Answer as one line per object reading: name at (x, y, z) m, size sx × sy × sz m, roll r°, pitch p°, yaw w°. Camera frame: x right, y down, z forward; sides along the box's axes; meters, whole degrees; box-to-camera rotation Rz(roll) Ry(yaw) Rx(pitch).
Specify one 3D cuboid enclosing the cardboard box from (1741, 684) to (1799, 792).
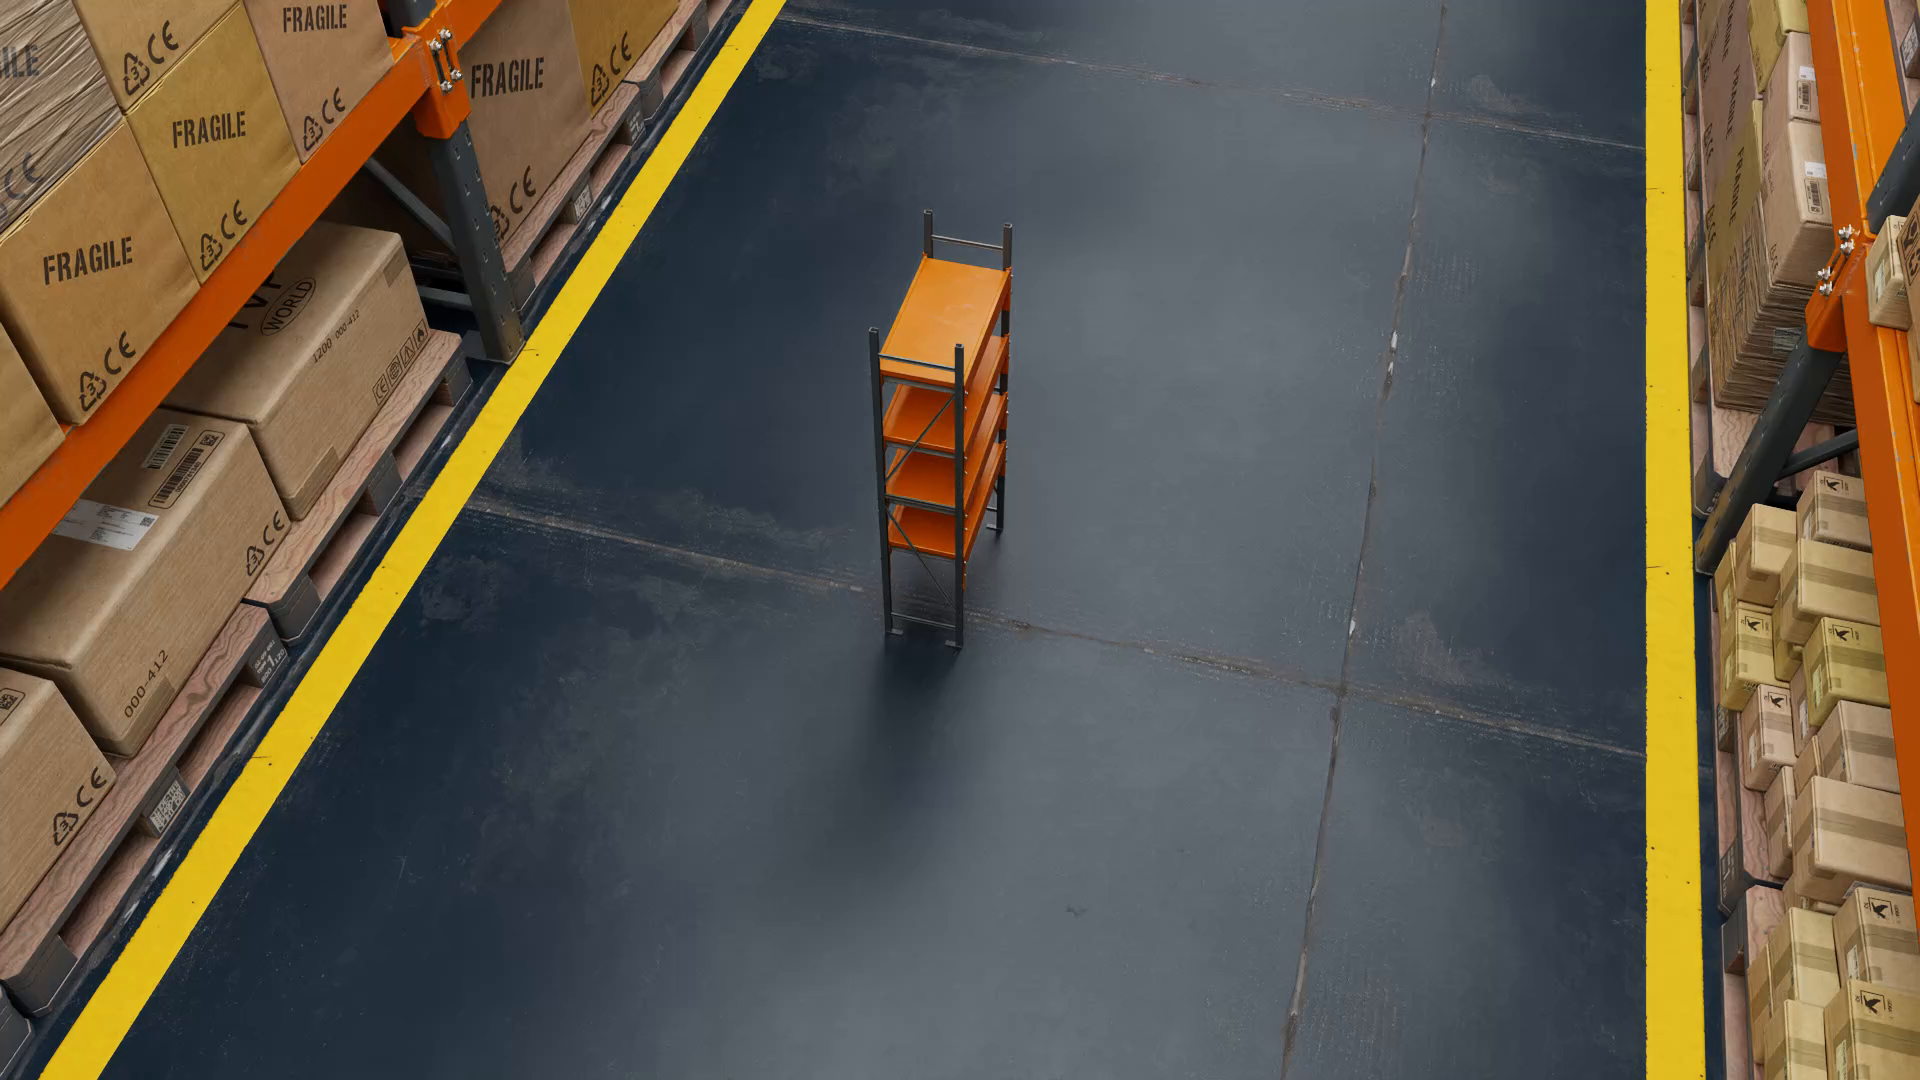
cardboard box at (2.285, 0.555, 4.381) m, size 0.380 × 0.149 × 0.250 m, roll 11°, pitch 50°, yaw 10°

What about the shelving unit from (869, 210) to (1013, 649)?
shelving unit at (-0.044, -0.277, 4.694) m, size 0.258 × 1.200 × 0.503 m, roll 12°, pitch 50°, yaw 10°

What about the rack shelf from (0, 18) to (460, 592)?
rack shelf at (-2.553, -0.051, 3.774) m, size 1.077 × 0.370 × 4.000 m, roll 12°, pitch 50°, yaw 10°

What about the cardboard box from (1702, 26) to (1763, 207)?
cardboard box at (3.002, -1.470, 5.934) m, size 0.500 × 0.500 × 0.500 m, roll 11°, pitch 49°, yaw 9°

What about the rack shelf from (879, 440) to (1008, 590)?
rack shelf at (-0.044, -0.101, 4.894) m, size 0.258 × 0.148 × 0.480 m, roll 12°, pitch 50°, yaw 10°

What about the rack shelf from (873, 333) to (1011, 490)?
rack shelf at (-0.044, -0.381, 4.577) m, size 0.258 × 0.148 × 0.480 m, roll 12°, pitch 50°, yaw 10°

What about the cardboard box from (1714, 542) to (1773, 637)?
cardboard box at (2.370, 0.173, 4.718) m, size 0.380 × 0.149 × 0.250 m, roll 10°, pitch 49°, yaw 8°

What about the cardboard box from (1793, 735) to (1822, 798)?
cardboard box at (2.288, 0.652, 4.097) m, size 0.380 × 0.149 × 0.250 m, roll 9°, pitch 49°, yaw 8°

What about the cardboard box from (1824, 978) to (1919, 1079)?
cardboard box at (2.049, 1.109, 3.495) m, size 0.380 × 0.149 × 0.250 m, roll 12°, pitch 50°, yaw 10°

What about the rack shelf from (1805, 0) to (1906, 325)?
rack shelf at (3.302, -2.040, 5.530) m, size 1.077 × 0.370 × 4.000 m, roll 12°, pitch 50°, yaw 10°

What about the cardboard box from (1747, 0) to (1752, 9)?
cardboard box at (3.137, -2.112, 6.000) m, size 0.500 × 0.250 × 0.500 m, roll 12°, pitch 50°, yaw 10°

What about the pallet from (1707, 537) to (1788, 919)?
pallet at (2.633, 0.584, 4.594) m, size 1.003 × 0.211 × 1.213 m, roll 12°, pitch 50°, yaw 10°

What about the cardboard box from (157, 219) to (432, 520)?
cardboard box at (-2.295, -0.594, 5.202) m, size 0.875 × 0.438 × 0.875 m, roll 11°, pitch 49°, yaw 9°

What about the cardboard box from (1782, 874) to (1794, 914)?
cardboard box at (2.229, 0.950, 4.032) m, size 0.380 × 0.149 × 0.250 m, roll 10°, pitch 49°, yaw 8°

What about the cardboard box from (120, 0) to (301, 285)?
cardboard box at (-2.032, -1.009, 4.074) m, size 0.500 × 0.500 × 0.500 m, roll 10°, pitch 49°, yaw 9°

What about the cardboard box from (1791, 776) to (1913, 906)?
cardboard box at (2.144, 0.725, 3.834) m, size 0.380 × 0.149 × 0.250 m, roll 13°, pitch 50°, yaw 11°

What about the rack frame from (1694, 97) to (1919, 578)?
rack frame at (2.776, -0.832, 3.983) m, size 1.000 × 3.000 × 0.127 m, roll 12°, pitch 50°, yaw 10°

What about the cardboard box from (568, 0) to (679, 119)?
cardboard box at (-1.710, -2.291, 6.408) m, size 0.875 × 0.875 × 0.875 m, roll 13°, pitch 50°, yaw 11°

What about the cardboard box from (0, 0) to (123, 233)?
cardboard box at (-2.150, -0.968, 3.370) m, size 0.500 × 0.500 × 0.500 m, roll 12°, pitch 50°, yaw 11°

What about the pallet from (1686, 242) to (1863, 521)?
pallet at (2.979, -0.473, 5.526) m, size 1.003 × 0.211 × 1.213 m, roll 12°, pitch 50°, yaw 10°

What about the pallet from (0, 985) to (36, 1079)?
pallet at (-2.944, 1.487, 3.797) m, size 1.003 × 0.211 × 1.213 m, roll 12°, pitch 50°, yaw 10°

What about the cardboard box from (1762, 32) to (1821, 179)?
cardboard box at (2.876, -1.350, 5.327) m, size 0.500 × 0.250 × 0.500 m, roll 14°, pitch 50°, yaw 12°

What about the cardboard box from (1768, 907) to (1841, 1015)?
cardboard box at (2.066, 1.016, 3.775) m, size 0.380 × 0.149 × 0.250 m, roll 11°, pitch 50°, yaw 10°

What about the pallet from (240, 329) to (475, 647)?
pallet at (-2.302, -0.278, 5.355) m, size 1.003 × 0.211 × 1.213 m, roll 12°, pitch 50°, yaw 10°

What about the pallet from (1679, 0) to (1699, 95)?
pallet at (3.621, -2.237, 7.084) m, size 1.003 × 0.211 × 1.213 m, roll 12°, pitch 50°, yaw 10°

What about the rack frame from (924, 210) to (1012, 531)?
rack frame at (0.021, -0.454, 4.850) m, size 0.240 × 1.200 × 0.015 m, roll 12°, pitch 50°, yaw 10°

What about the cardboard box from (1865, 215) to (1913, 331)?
cardboard box at (2.385, -0.608, 3.954) m, size 0.380 × 0.149 × 0.250 m, roll 13°, pitch 50°, yaw 11°

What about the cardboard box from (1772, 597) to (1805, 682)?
cardboard box at (2.392, 0.274, 4.431) m, size 0.380 × 0.149 × 0.250 m, roll 12°, pitch 50°, yaw 10°

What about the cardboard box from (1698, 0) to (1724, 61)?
cardboard box at (3.267, -2.211, 6.588) m, size 0.500 × 0.500 × 0.500 m, roll 12°, pitch 50°, yaw 10°

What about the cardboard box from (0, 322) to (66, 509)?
cardboard box at (-2.303, -0.267, 3.419) m, size 0.500 × 0.500 × 0.500 m, roll 13°, pitch 50°, yaw 11°

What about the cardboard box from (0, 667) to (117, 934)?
cardboard box at (-2.769, 0.706, 4.055) m, size 0.875 × 0.438 × 0.875 m, roll 13°, pitch 50°, yaw 11°

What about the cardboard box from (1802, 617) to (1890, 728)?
cardboard box at (2.336, 0.364, 4.152) m, size 0.380 × 0.149 × 0.250 m, roll 11°, pitch 49°, yaw 10°

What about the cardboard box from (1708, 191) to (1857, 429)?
cardboard box at (2.727, -0.729, 5.280) m, size 0.500 × 0.500 × 0.500 m, roll 11°, pitch 49°, yaw 9°

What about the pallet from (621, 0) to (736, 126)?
pallet at (-1.577, -2.271, 7.114) m, size 1.003 × 0.211 × 1.213 m, roll 12°, pitch 50°, yaw 10°

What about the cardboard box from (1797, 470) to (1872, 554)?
cardboard box at (2.485, -0.016, 4.488) m, size 0.380 × 0.149 × 0.250 m, roll 13°, pitch 50°, yaw 12°
